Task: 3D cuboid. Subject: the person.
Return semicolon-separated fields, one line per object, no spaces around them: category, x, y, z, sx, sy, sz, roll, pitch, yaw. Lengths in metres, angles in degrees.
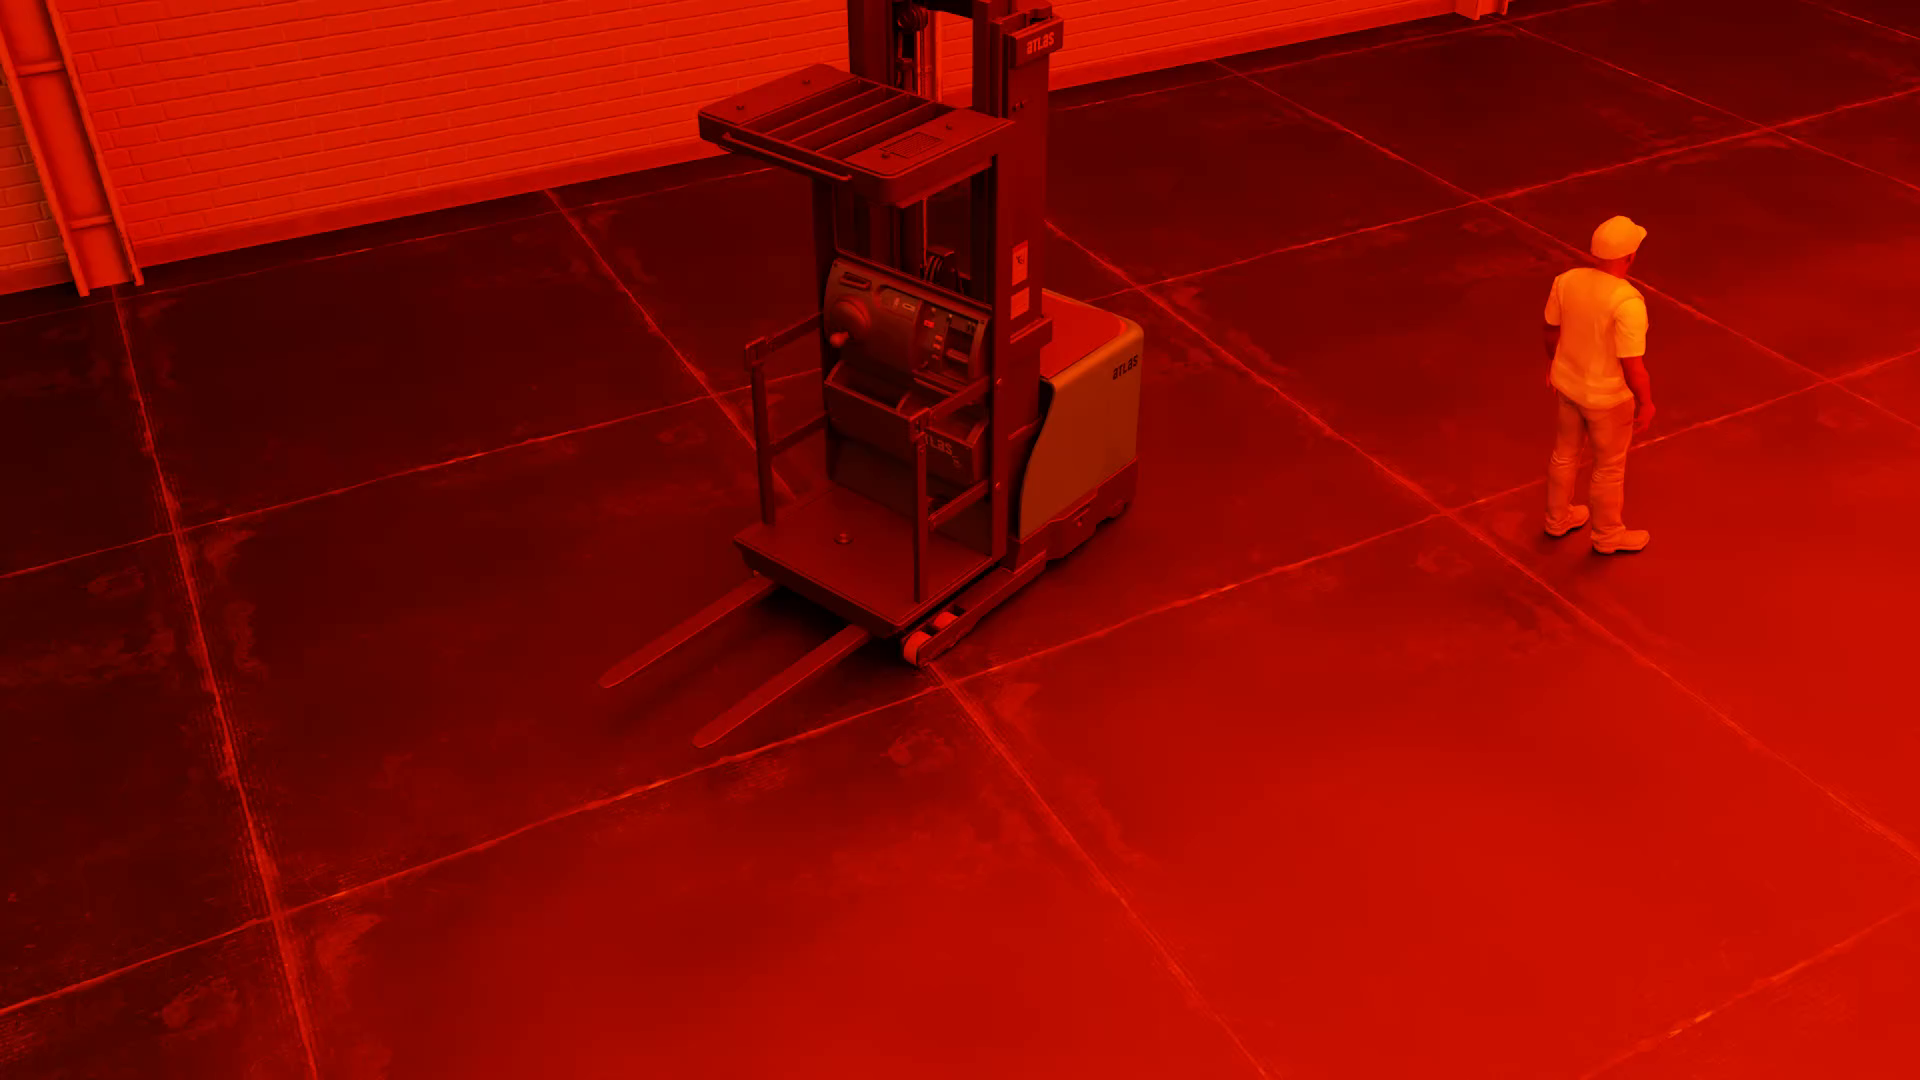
person;3.191;-0.778;8.220;0.577;1.765;0.666;-16;38;-22

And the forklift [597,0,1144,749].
forklift;-0.390;-0.927;7.434;1.130;2.935;3.031;26;43;31
